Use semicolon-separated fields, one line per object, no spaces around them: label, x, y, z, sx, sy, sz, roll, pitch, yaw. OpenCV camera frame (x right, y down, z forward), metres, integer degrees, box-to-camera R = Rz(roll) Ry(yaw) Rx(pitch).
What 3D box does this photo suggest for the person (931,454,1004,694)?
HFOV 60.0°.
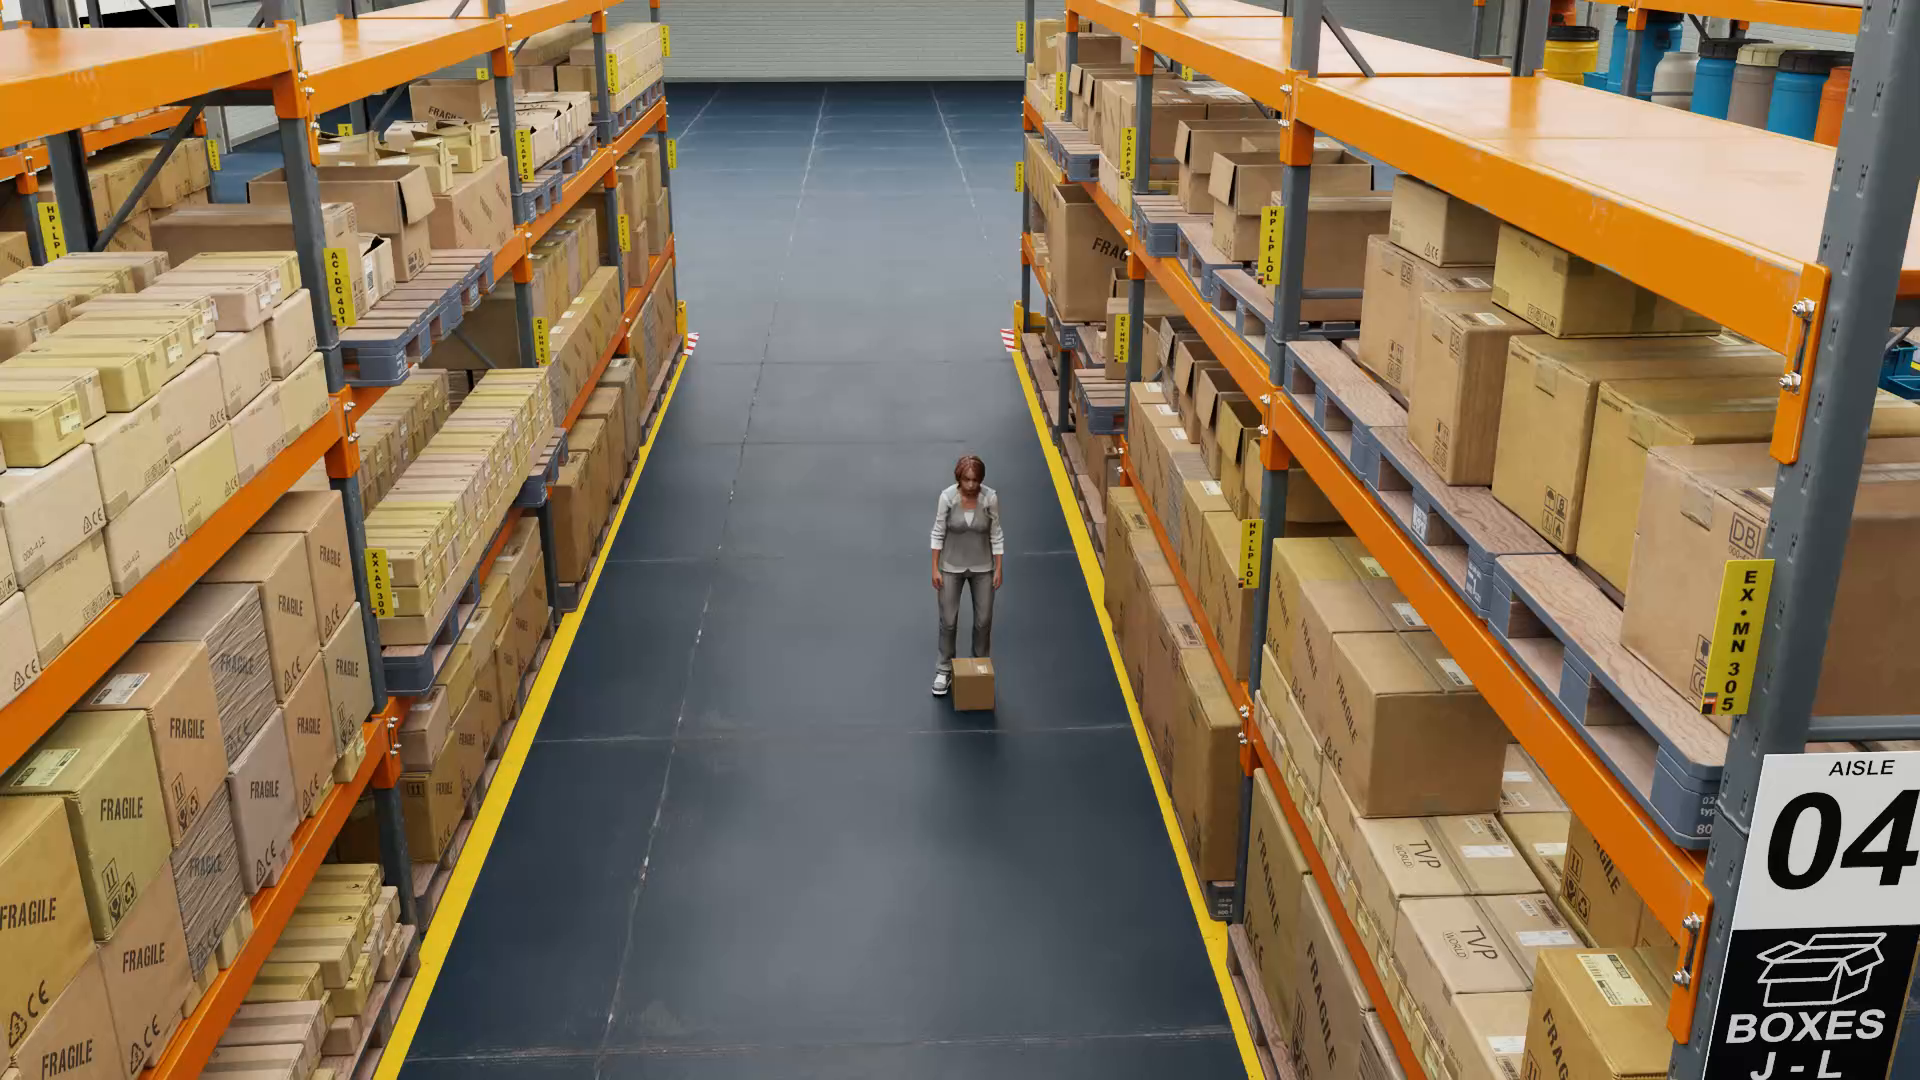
person;0.046;0.209;10.557;0.462;1.582;0.343;-1;21;-3
